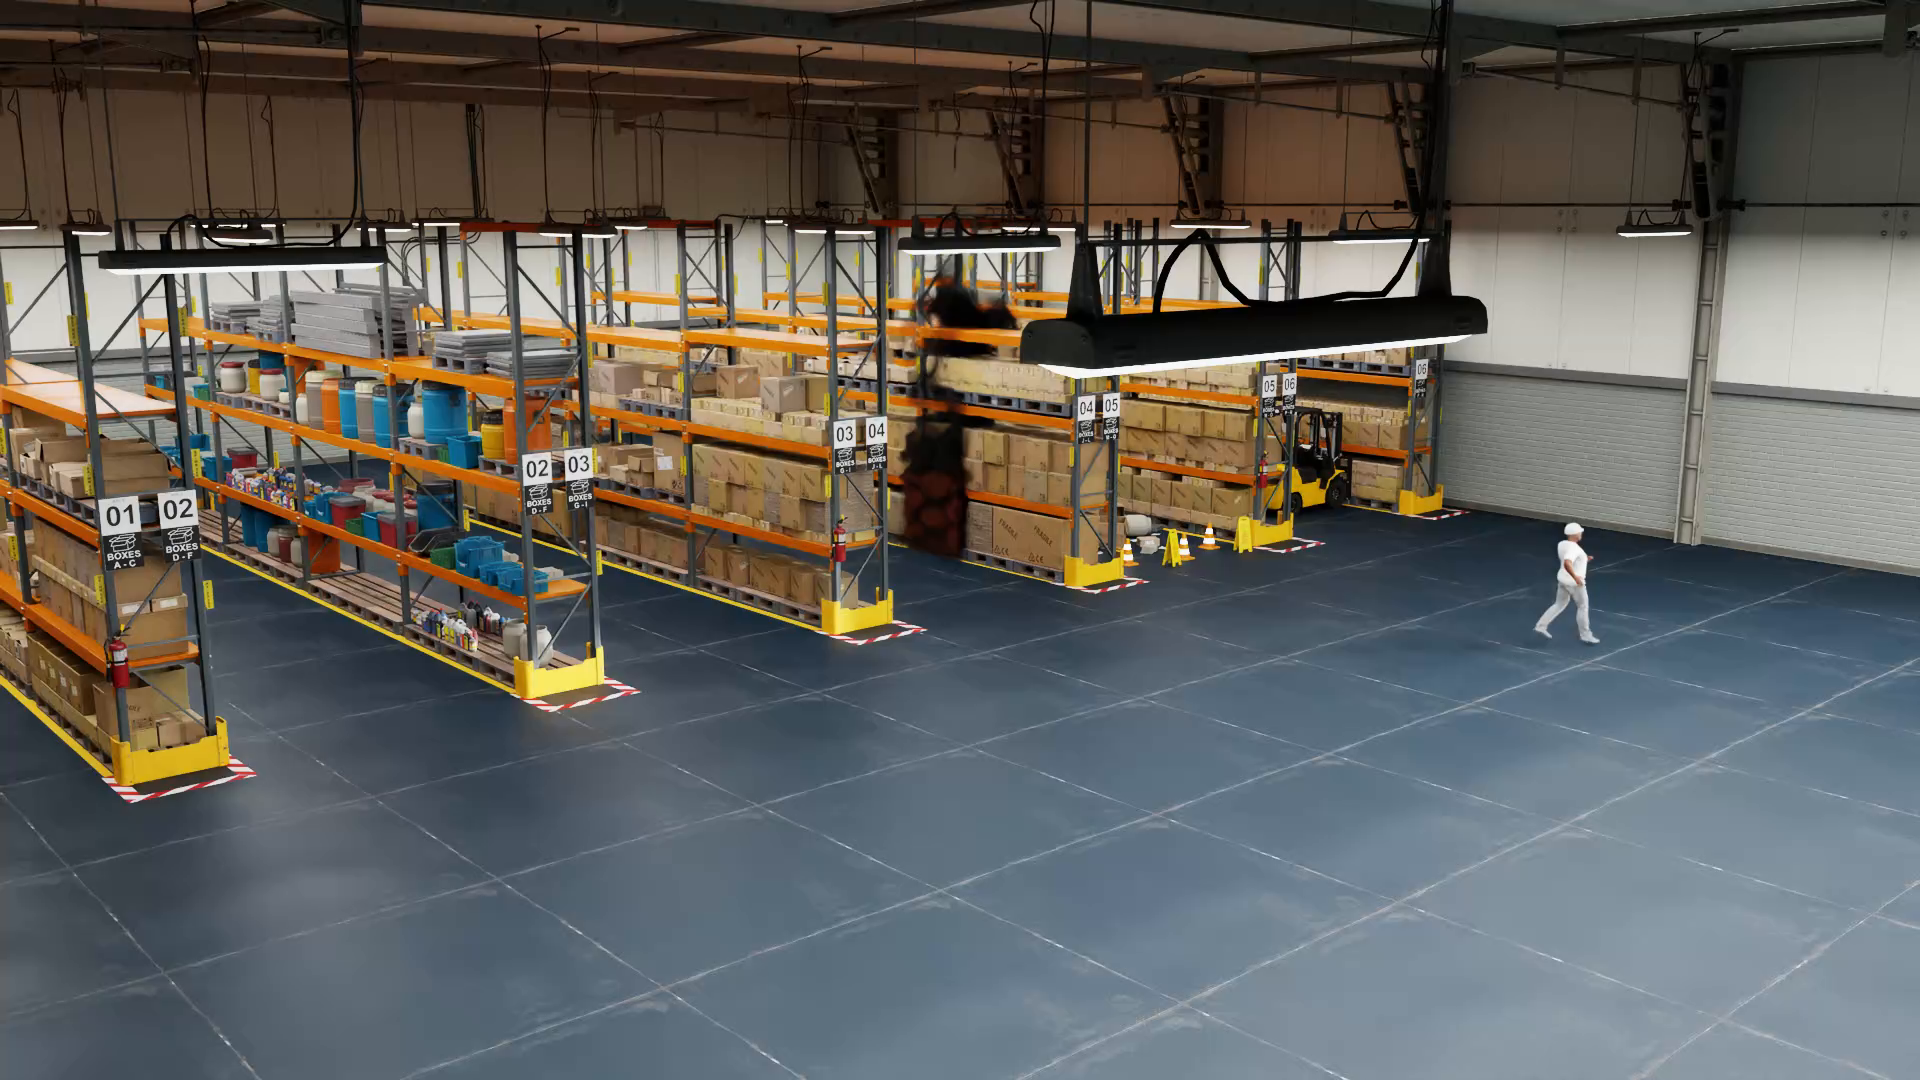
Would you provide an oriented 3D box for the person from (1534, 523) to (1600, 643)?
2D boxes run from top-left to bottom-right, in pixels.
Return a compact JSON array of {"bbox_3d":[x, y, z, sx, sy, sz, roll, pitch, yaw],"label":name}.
[{"bbox_3d":[8.880,0.625,24.168,0.959,1.772,0.693,-2,12,-10],"label":"person"}]
